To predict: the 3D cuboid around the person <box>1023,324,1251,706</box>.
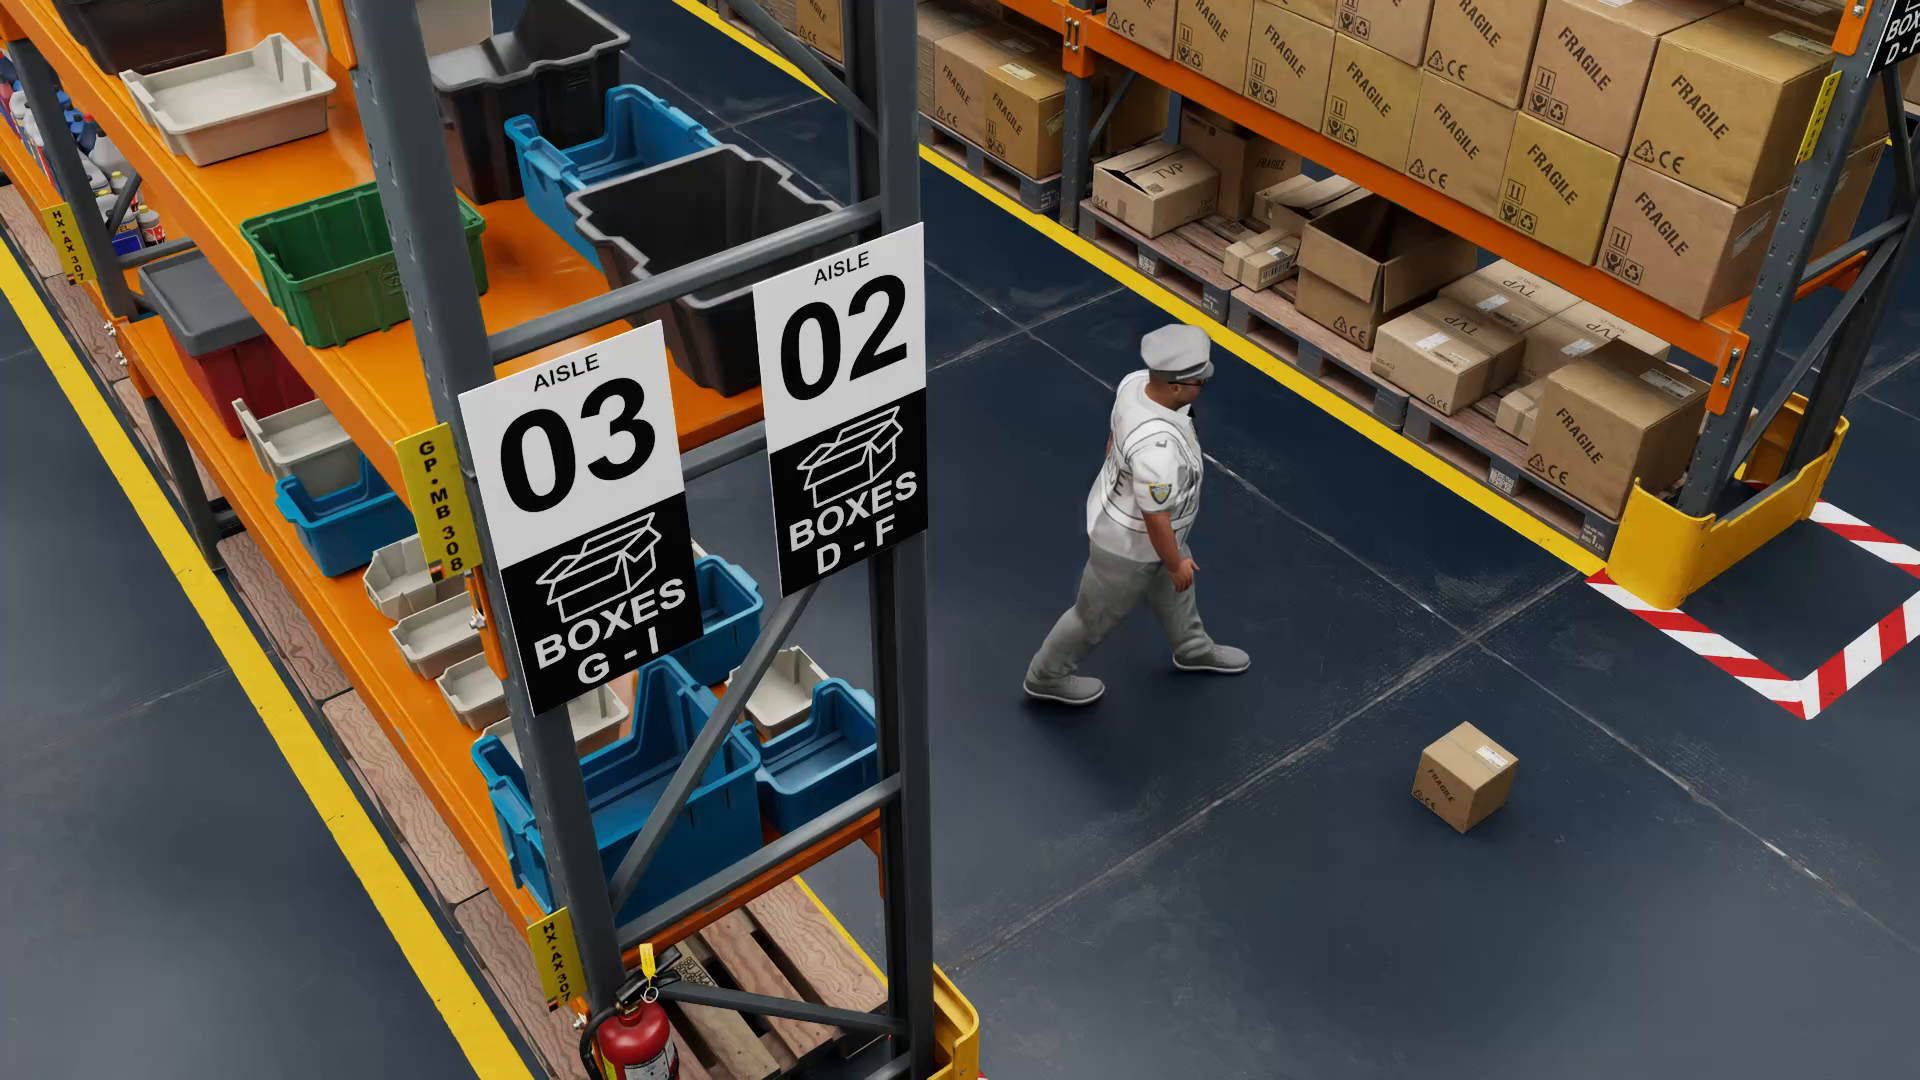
[{"bbox_3d":[0.723,-0.040,6.200,0.932,1.711,0.539,2,40,3],"label":"person"}]
